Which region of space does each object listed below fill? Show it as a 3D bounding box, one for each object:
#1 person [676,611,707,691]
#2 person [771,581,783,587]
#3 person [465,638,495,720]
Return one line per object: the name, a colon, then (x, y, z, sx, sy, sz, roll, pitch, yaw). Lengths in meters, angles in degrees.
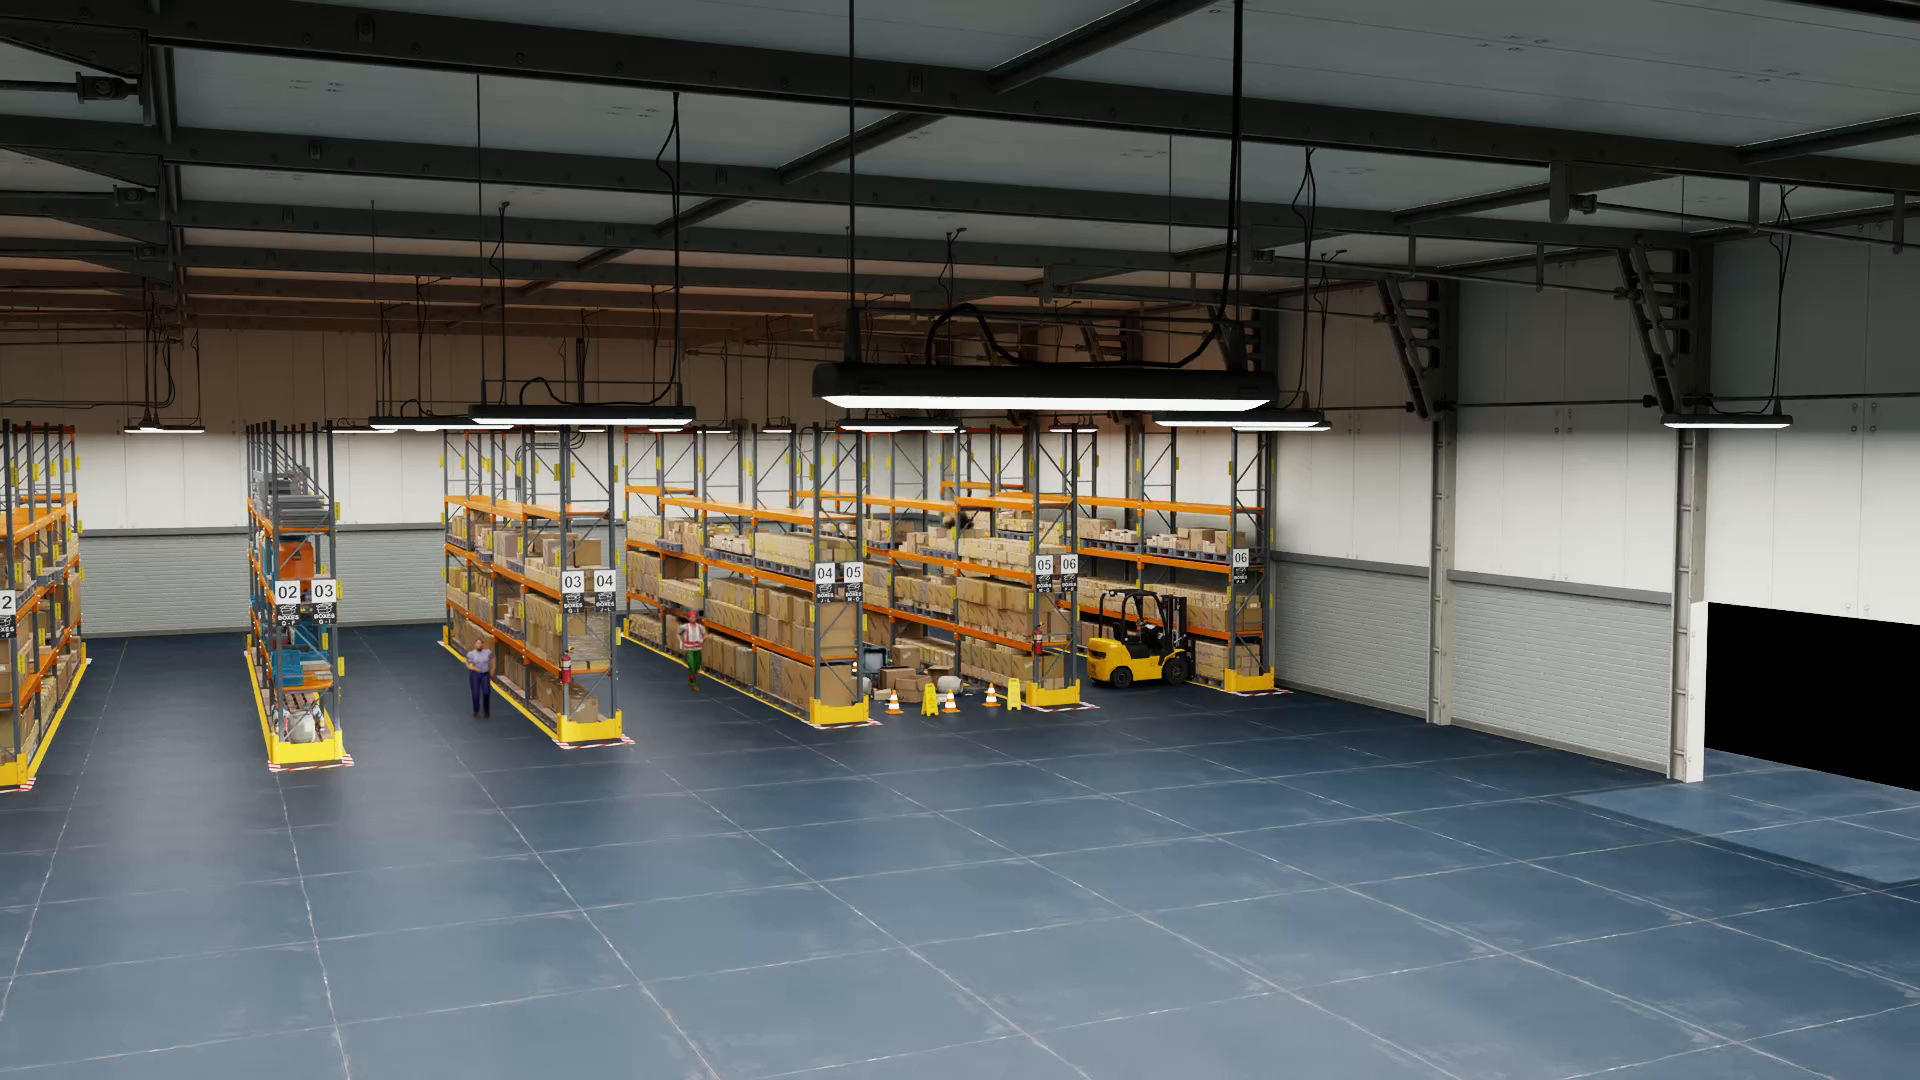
person: (-6.005, 2.478, 37.401, 0.673, 1.777, 0.872, -2, 4, -27)
person: (-5.563, 1.718, 51.010, 0.669, 1.723, 0.609, -1, 4, -21)
person: (-9.683, 2.823, 33.616, 0.618, 1.692, 0.691, -1, 4, -22)
